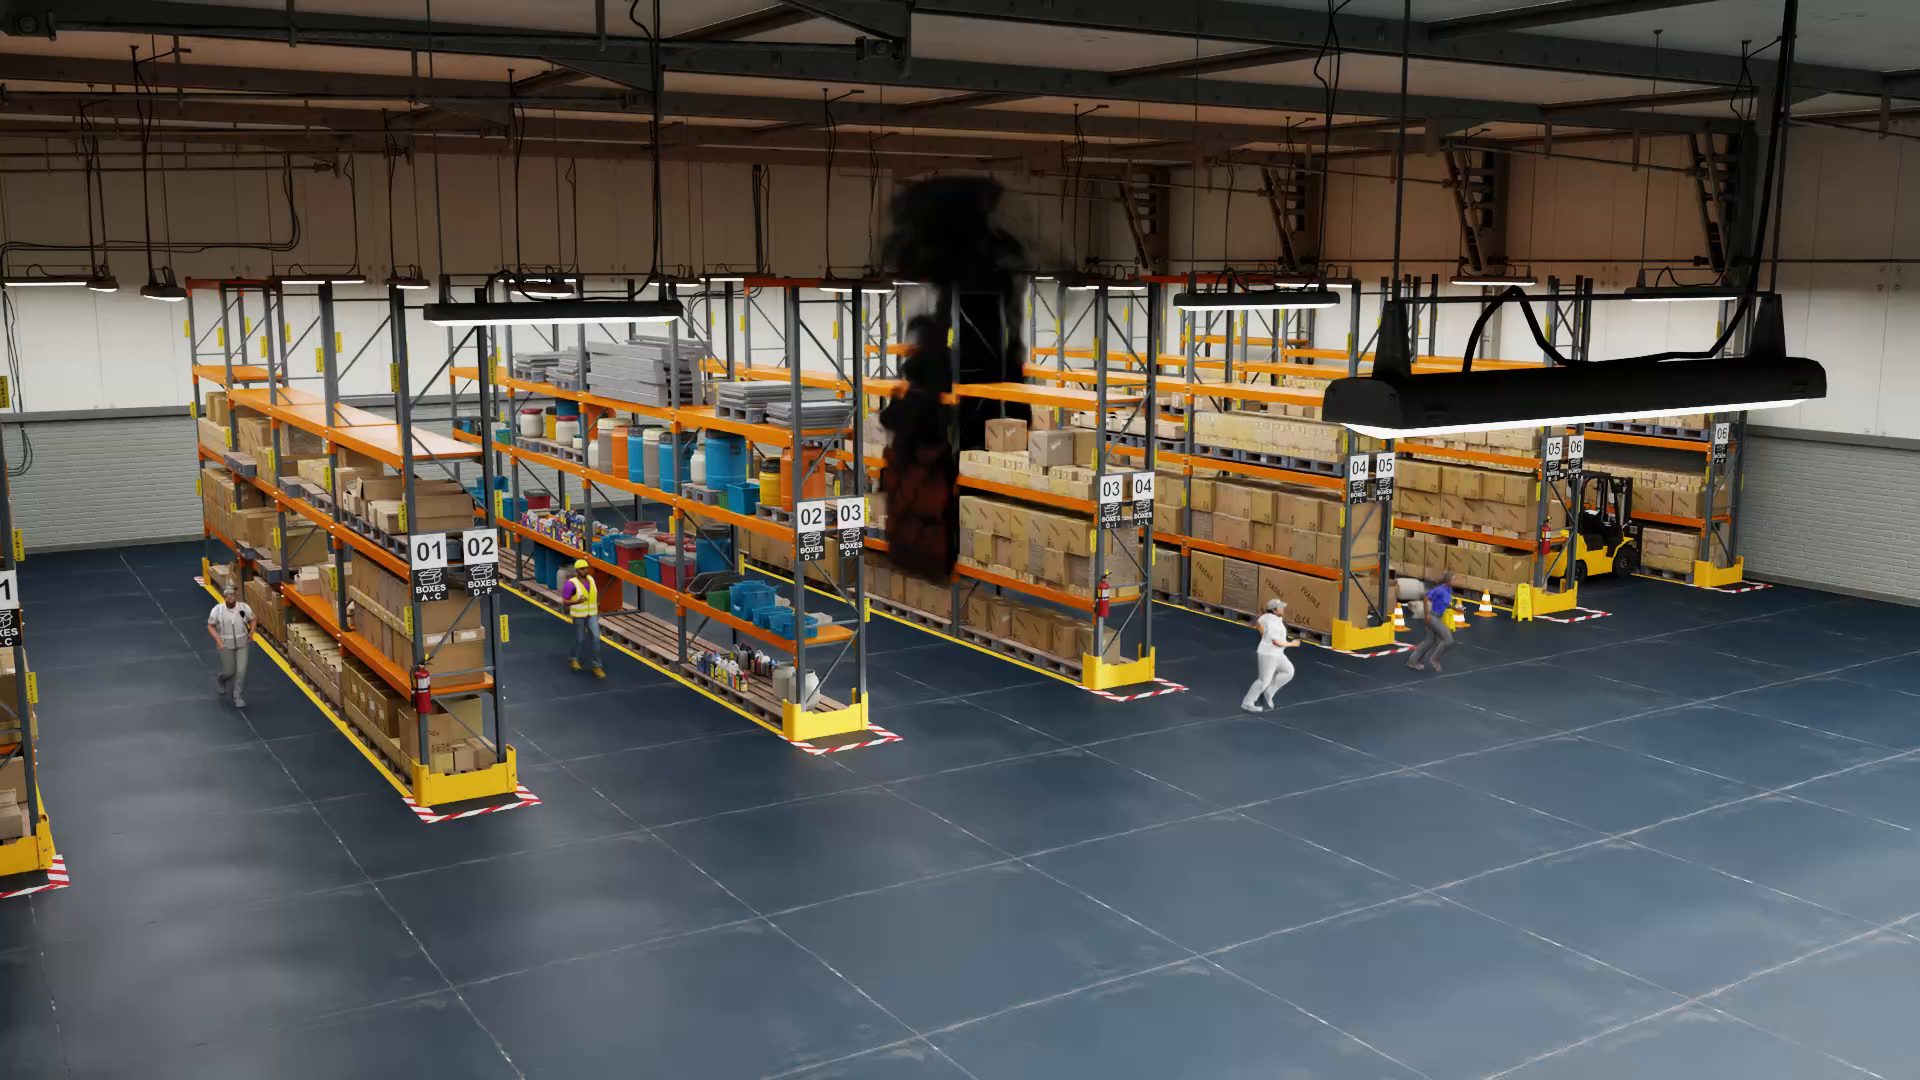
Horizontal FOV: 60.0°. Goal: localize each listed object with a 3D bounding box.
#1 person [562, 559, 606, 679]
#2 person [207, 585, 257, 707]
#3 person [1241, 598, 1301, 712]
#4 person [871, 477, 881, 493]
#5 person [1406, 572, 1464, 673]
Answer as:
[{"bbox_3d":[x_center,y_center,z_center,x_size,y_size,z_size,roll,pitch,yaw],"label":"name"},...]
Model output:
[{"bbox_3d":[-5.782,1.188,25.534,0.683,1.808,0.845,-8,12,-38],"label":"person"},{"bbox_3d":[-10.457,1.487,23.958,0.659,1.757,0.659,-6,11,-31],"label":"person"},{"bbox_3d":[4.399,1.615,23.452,0.800,1.607,0.621,2,10,14],"label":"person"},{"bbox_3d":[-1.996,-1.602,42.395,0.809,1.695,0.666,-9,13,-43],"label":"person"},{"bbox_3d":[7.400,1.269,25.836,0.821,1.602,0.599,5,11,26],"label":"person"}]
